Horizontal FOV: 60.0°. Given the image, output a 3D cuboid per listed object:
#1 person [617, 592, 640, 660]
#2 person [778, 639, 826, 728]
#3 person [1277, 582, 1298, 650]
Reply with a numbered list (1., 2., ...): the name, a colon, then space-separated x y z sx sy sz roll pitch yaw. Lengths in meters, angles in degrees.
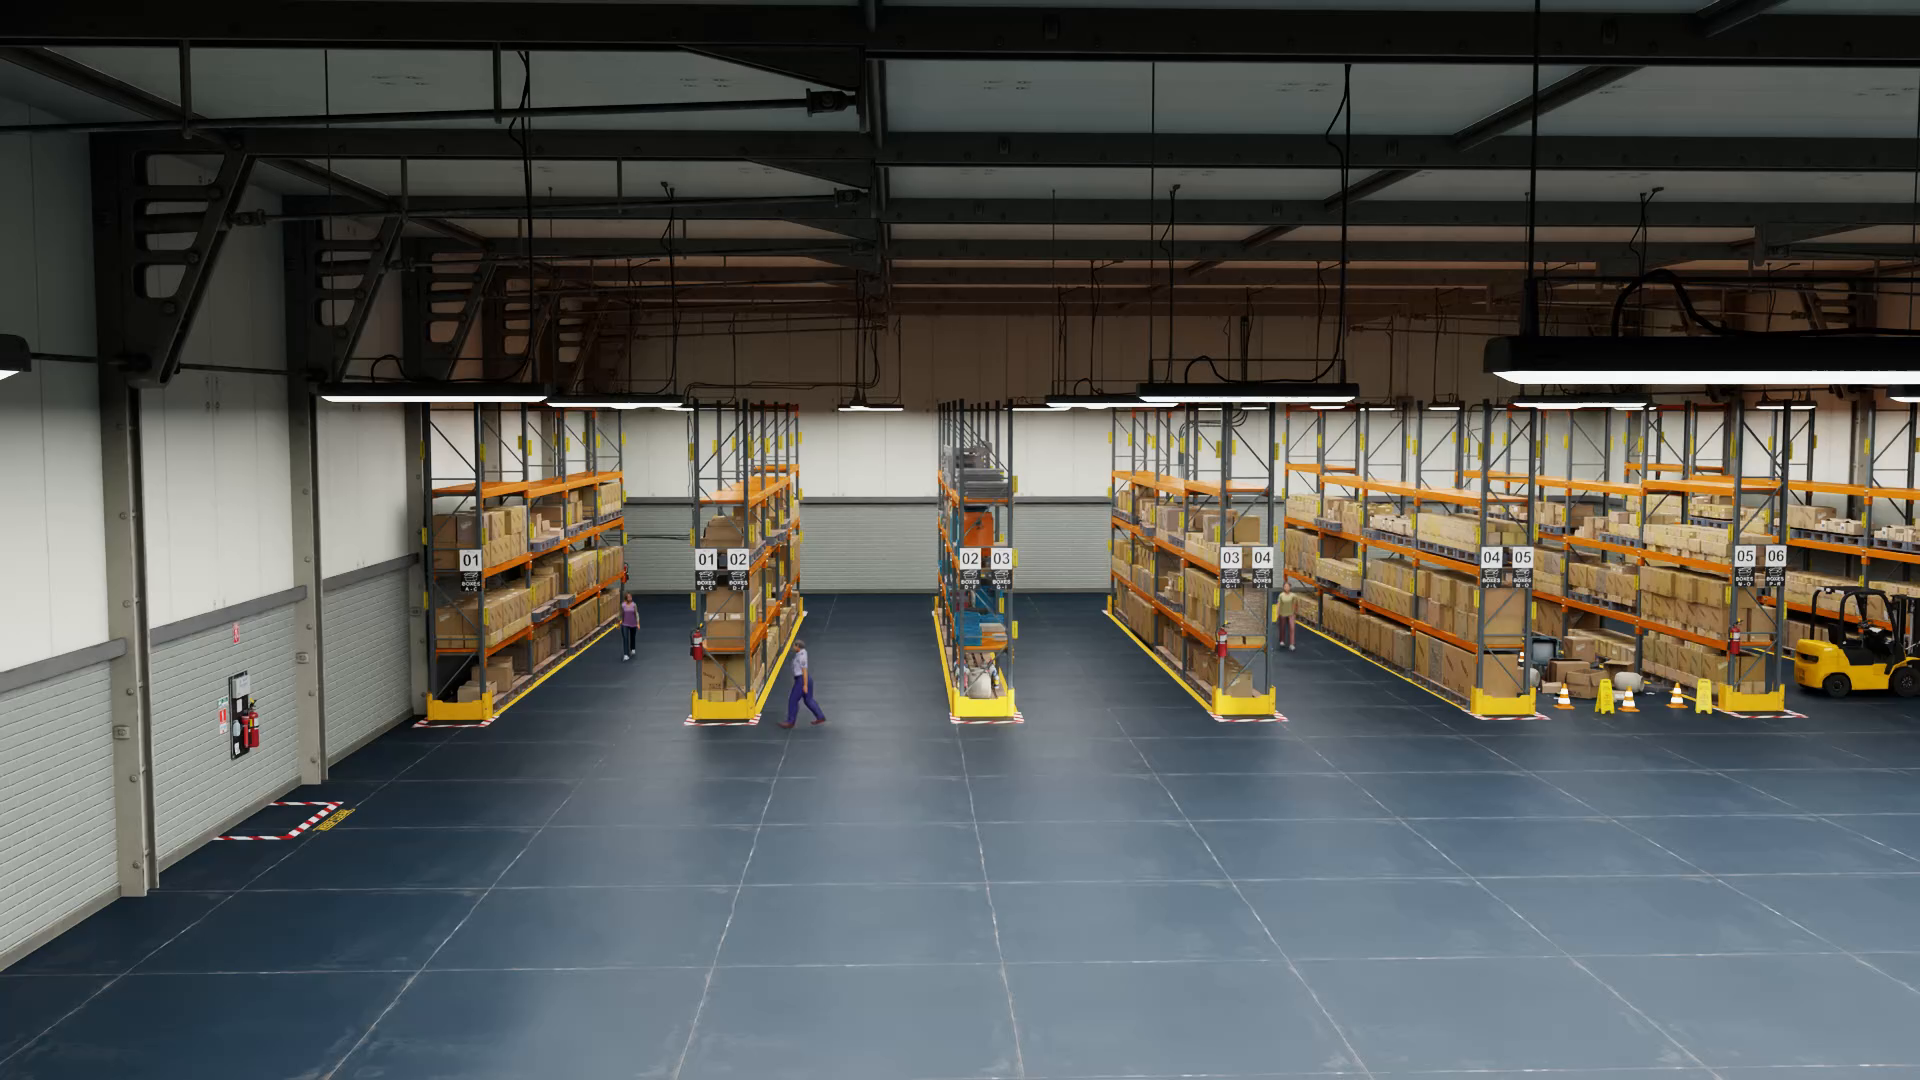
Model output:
1. person: -7.742 2.035 38.850 0.523 1.439 1.009 -1 4 -10
2. person: -2.888 2.616 30.444 0.853 1.598 0.516 0 4 0
3. person: 7.962 1.822 40.472 0.548 1.604 1.060 0 4 0
